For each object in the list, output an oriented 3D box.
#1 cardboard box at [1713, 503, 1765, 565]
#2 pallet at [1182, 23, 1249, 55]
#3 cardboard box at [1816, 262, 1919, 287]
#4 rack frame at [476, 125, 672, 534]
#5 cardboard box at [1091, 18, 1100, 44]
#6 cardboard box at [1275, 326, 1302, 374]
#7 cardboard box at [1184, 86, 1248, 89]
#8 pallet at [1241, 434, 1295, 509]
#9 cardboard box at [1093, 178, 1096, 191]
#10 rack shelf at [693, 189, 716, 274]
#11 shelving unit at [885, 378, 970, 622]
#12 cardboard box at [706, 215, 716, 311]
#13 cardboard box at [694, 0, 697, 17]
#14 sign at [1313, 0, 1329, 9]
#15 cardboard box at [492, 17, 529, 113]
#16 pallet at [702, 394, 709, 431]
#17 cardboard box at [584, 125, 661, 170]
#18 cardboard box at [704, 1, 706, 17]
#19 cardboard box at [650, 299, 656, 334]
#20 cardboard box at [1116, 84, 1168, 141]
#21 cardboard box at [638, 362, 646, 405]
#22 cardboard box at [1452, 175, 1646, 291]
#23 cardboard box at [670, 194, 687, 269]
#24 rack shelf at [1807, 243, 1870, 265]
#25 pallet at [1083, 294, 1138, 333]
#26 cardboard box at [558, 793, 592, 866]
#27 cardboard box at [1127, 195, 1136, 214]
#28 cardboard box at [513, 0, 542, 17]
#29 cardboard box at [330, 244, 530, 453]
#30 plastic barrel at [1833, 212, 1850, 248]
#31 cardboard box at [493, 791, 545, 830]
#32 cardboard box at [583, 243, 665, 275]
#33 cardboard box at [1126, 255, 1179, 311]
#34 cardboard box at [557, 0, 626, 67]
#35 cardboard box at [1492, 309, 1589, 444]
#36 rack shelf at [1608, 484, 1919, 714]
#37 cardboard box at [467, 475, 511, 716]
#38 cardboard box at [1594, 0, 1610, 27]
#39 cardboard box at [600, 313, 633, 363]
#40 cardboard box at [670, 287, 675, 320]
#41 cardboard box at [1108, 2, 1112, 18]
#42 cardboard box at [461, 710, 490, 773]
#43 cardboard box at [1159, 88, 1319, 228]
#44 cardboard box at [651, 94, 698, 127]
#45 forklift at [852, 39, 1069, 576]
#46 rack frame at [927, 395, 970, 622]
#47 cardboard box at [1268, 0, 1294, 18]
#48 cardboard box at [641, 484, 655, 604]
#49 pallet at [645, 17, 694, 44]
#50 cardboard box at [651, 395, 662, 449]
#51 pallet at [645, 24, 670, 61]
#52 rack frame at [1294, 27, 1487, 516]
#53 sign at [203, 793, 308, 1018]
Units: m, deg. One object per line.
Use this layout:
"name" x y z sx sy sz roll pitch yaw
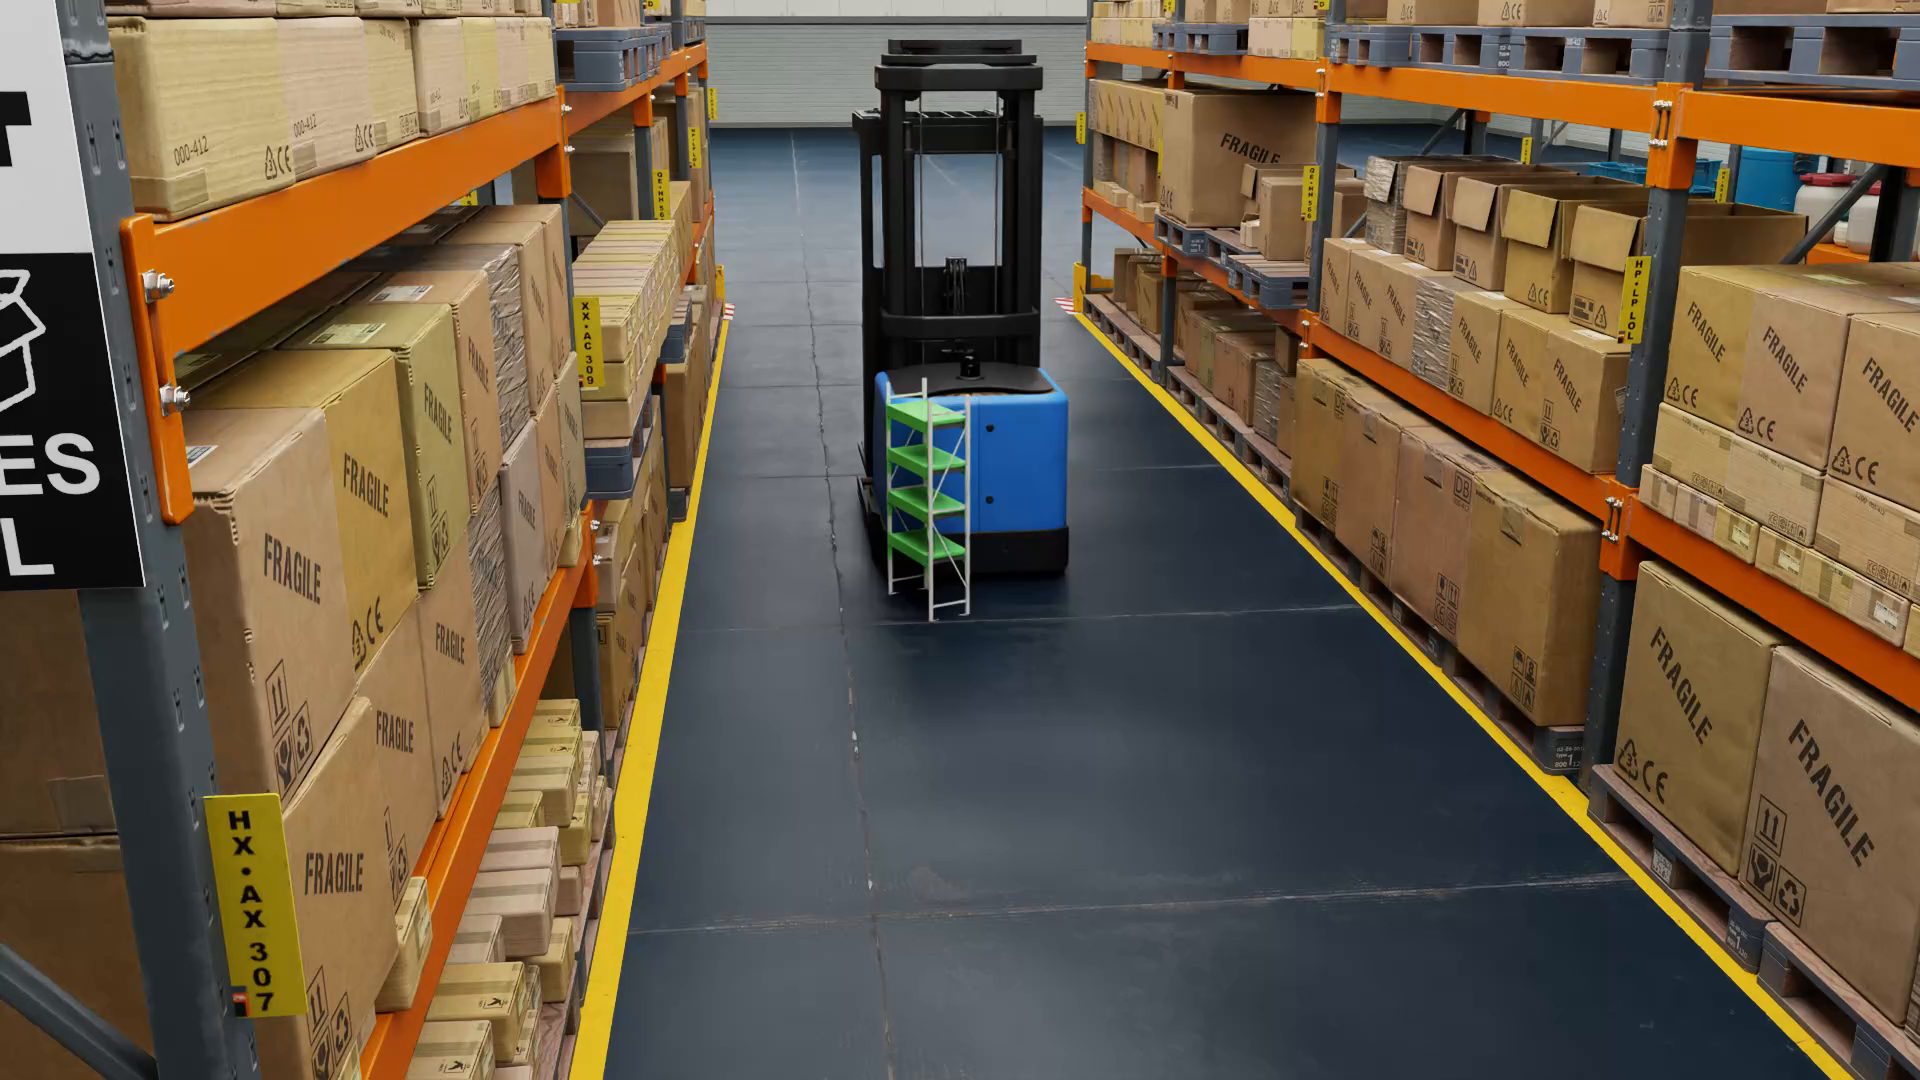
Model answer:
"cardboard box" 2.819 -0.027 5.673 0.380 0.149 0.250 -1 17 -4
"pallet" 2.307 -3.630 12.039 1.213 0.211 1.003 -2 18 -6
"cardboard box" 3.378 -0.701 5.904 0.500 0.500 0.500 -1 17 -4
"rack frame" -2.292 -1.470 9.852 1.000 3.000 0.127 -2 18 -6
"cardboard box" 1.620 -5.185 16.927 0.500 0.250 0.500 -1 17 -4
"cardboard box" 2.489 -1.325 11.576 0.500 0.250 0.500 0 17 1
"cardboard box" 2.342 -3.892 15.232 0.500 0.500 0.500 -2 18 -6
"pallet" 2.573 -0.496 11.404 1.003 0.211 1.213 -2 18 -6
"cardboard box" 1.619 -3.765 17.580 0.380 0.149 0.250 -2 18 -6
"rack shelf" -2.911 -2.915 15.654 1.077 0.370 4.000 -2 18 -6
"shelving unit" -0.172 -0.219 8.872 0.258 1.200 0.503 -9 20 -27
"cardboard box" -2.981 -2.840 17.063 0.875 0.875 0.875 -2 18 -5
"cardboard box" -2.537 -4.720 14.746 0.380 0.149 0.250 -2 18 -6
"sign" 2.112 -3.255 9.666 0.100 0.325 0.005 -2 18 -6
"cardboard box" -1.520 -1.351 4.715 0.500 0.250 0.500 -2 18 -6
"pallet" -2.550 -1.104 13.341 1.003 0.211 1.213 -2 18 -6
"cardboard box" -2.540 -2.735 12.045 0.700 0.500 0.500 -2 18 -5
"cardboard box" -2.745 -5.324 16.673 0.380 0.149 0.250 -2 18 -6
"cardboard box" -1.603 -1.023 7.650 0.380 0.149 0.250 -2 18 -7
"cardboard box" 1.768 -4.024 15.655 0.500 0.500 0.500 -2 18 -6
"cardboard box" -1.519 -0.648 6.950 0.380 0.149 0.250 -2 18 -5
"cardboard box" 2.852 -1.507 8.129 0.797 0.503 0.637 -1 17 -4
"cardboard box" -2.280 -2.261 12.205 0.500 0.500 0.500 -2 17 -5
"rack shelf" 7.373 -1.999 12.738 1.077 0.370 4.000 -2 18 -6
"pallet" 1.884 -2.381 17.408 1.003 0.211 1.213 -2 18 -6
"cardboard box" -1.445 0.983 5.600 0.380 0.149 0.250 -2 18 -8
"cardboard box" 1.785 -3.168 15.678 0.380 0.149 0.250 -2 18 -6
"cardboard box" -1.579 -1.747 5.142 0.500 0.250 0.500 -3 18 -8
"cardboard box" -1.464 -0.507 4.450 0.500 0.500 0.500 -1 17 -4
"plastic barrel" 7.150 -2.473 13.277 0.301 0.262 0.301 0 17 0
"cardboard box" -1.536 0.924 5.291 0.380 0.149 0.250 -1 17 -4
"cardboard box" -1.684 -1.398 8.348 0.380 0.149 0.250 -2 18 -6
"cardboard box" 1.971 -2.621 16.990 0.500 0.500 0.500 3 18 9
"cardboard box" -1.868 -2.489 7.923 0.500 0.500 0.500 -2 18 -6
"cardboard box" 2.701 -0.728 7.321 0.500 0.500 0.500 -1 17 -4
"rack shelf" 3.271 0.537 4.658 1.077 0.370 4.000 -2 18 -6
"cardboard box" -1.415 0.125 4.109 0.500 0.500 0.500 -2 18 -7
"cardboard box" 3.041 -2.320 7.000 0.500 0.311 0.500 -2 18 -8
"cardboard box" -1.462 -0.774 6.361 0.380 0.149 0.250 -1 17 -3
"cardboard box" -1.733 -1.267 8.924 0.380 0.149 0.250 -1 17 -5
"cardboard box" 1.662 -5.202 16.317 0.380 0.149 0.250 -1 17 -3
"cardboard box" -1.385 0.463 4.113 0.380 0.149 0.250 -1 17 -4
"cardboard box" 2.182 -3.031 13.120 1.000 1.000 1.000 -2 18 -5
"cardboard box" -2.799 -3.685 14.854 0.875 0.550 0.550 -2 18 -6
"forklift" -0.082 -1.593 10.358 1.130 2.935 3.031 -2 18 -7
"rack frame" -0.057 -0.155 8.667 0.240 1.200 0.015 -9 20 -27
"cardboard box" 2.291 -3.598 10.619 0.500 0.500 0.500 -2 18 -6
"cardboard box" -1.843 0.022 8.572 0.500 0.500 0.500 -3 18 -8
"pallet" -2.778 -4.295 13.990 1.003 0.211 1.213 -2 18 -6
"cardboard box" -1.960 -0.640 9.428 0.500 0.250 0.500 -2 18 -7
"pallet" -2.411 -3.001 10.037 1.213 0.211 1.003 -1 17 -3
"rack frame" 2.652 -1.593 10.244 1.000 3.000 0.127 -2 18 -6
"sign" -0.927 0.483 2.184 0.100 0.325 0.005 -2 18 -6
